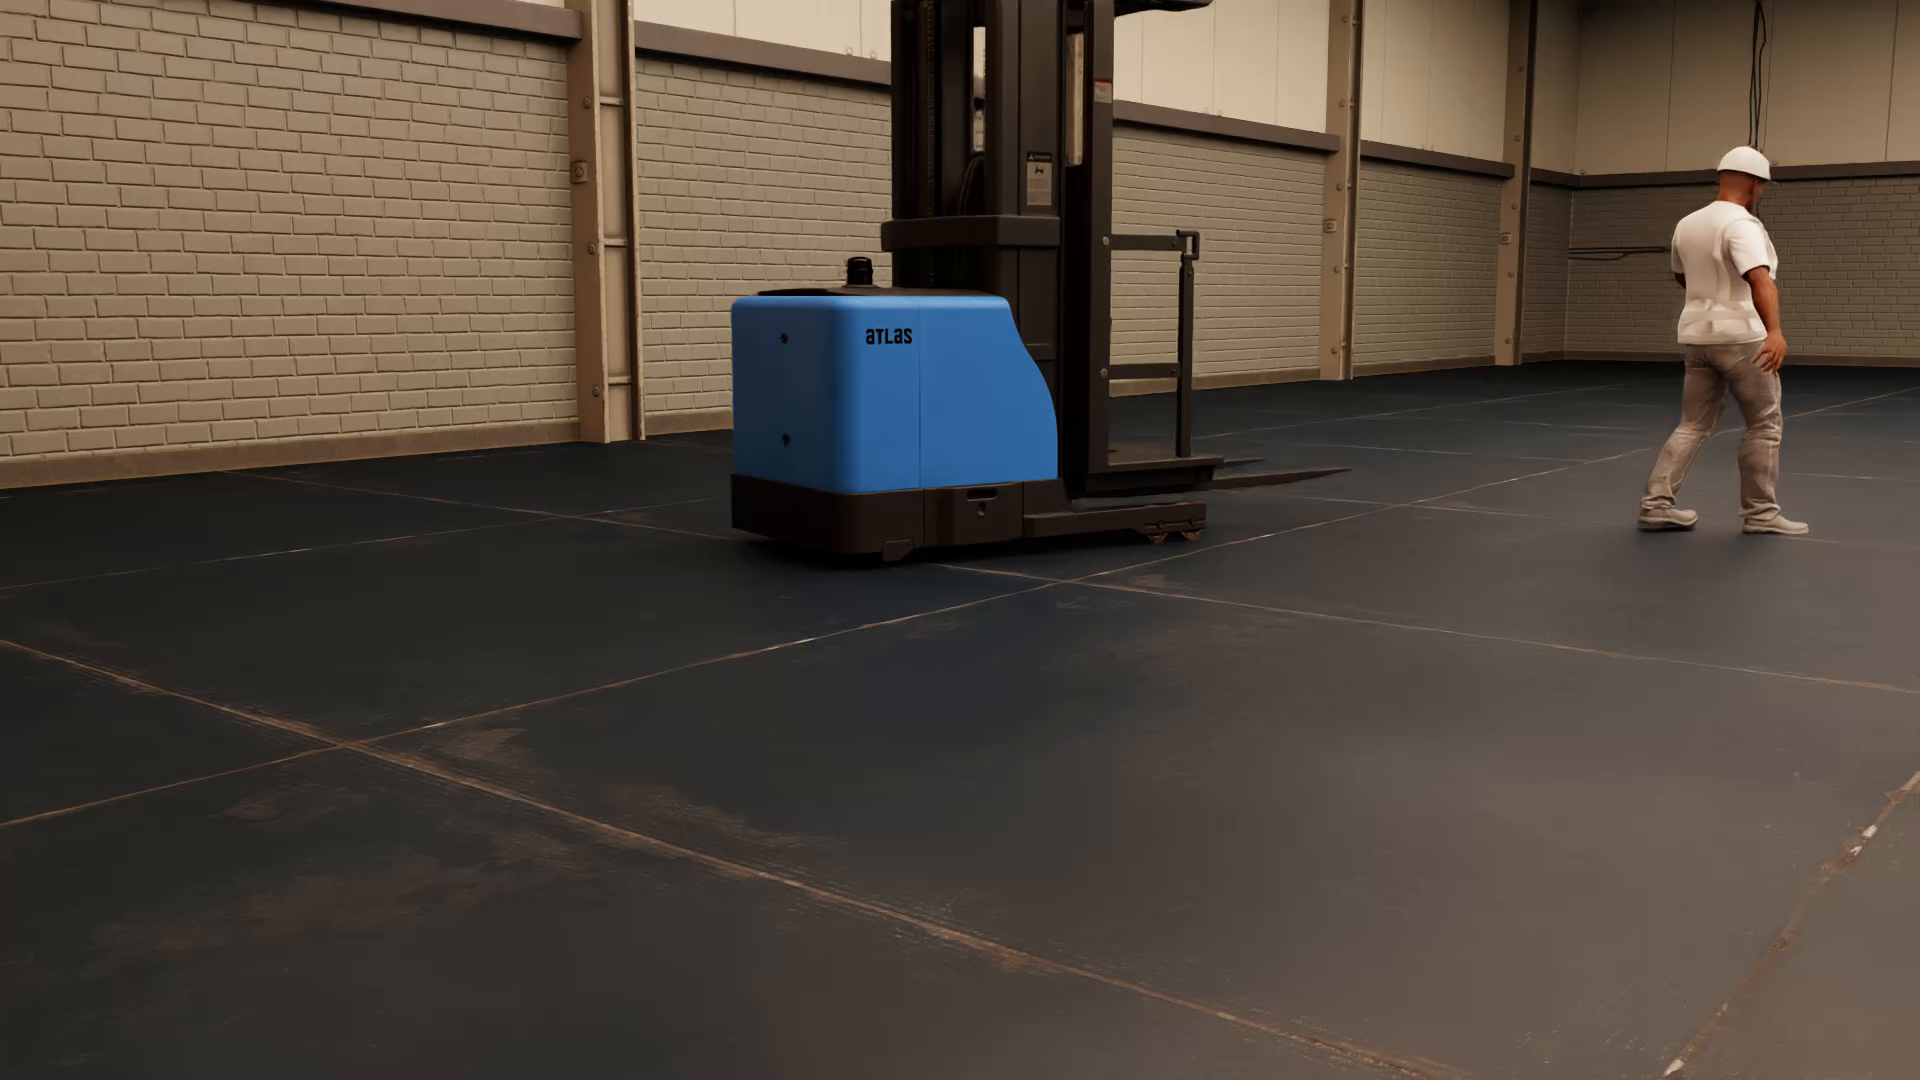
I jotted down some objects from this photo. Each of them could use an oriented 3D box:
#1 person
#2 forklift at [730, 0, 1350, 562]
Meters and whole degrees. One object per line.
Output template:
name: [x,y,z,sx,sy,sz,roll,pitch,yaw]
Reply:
person: [3.538,-0.929,7.543,0.765,1.676,1.020,-2,9,-14]
forklift: [0.503,-1.502,7.545,3.031,2.935,1.130,-6,10,-34]
